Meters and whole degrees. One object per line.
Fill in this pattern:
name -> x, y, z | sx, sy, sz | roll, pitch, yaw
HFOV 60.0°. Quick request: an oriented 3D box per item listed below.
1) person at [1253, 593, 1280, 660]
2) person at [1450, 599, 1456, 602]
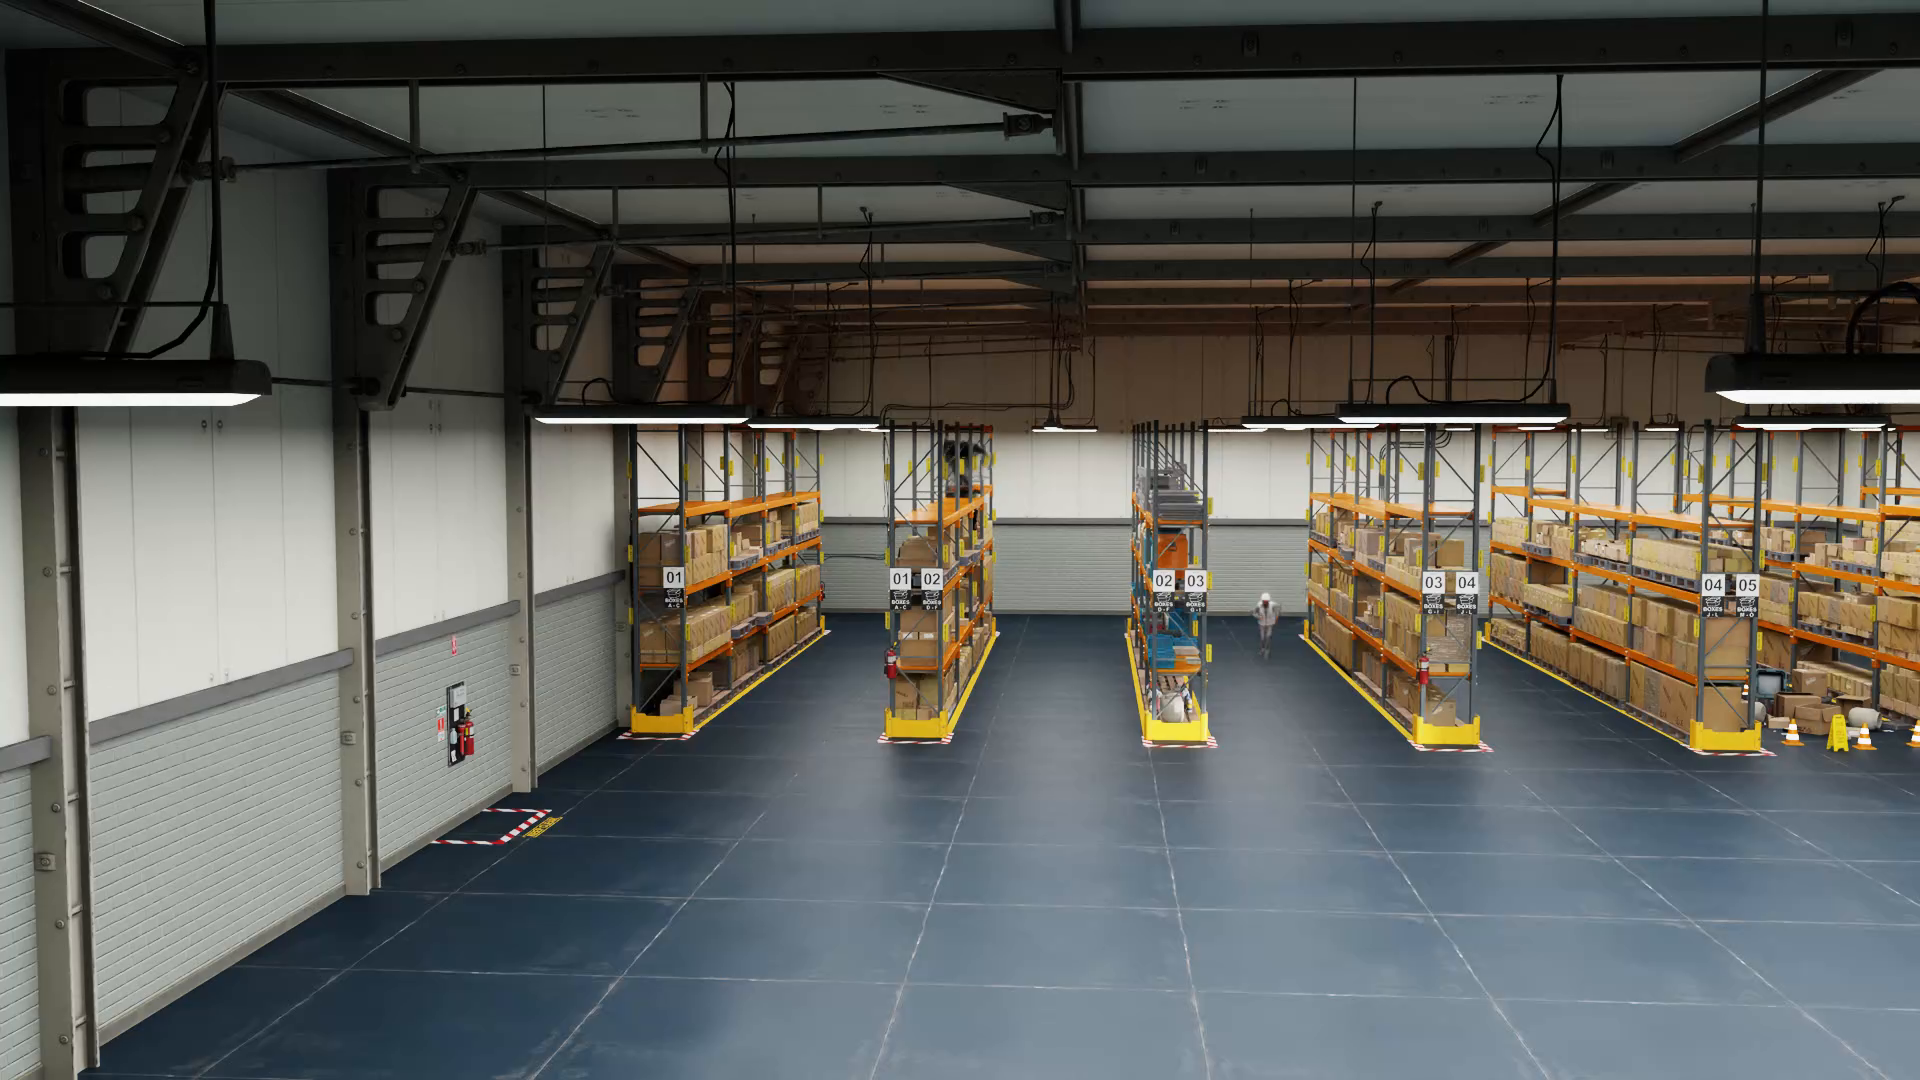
person -> 7.874, 2.205, 42.765 | 0.701, 1.730, 1.037 | 1, 4, 10
person -> 13.354, 2.005, 45.284 | 0.681, 1.709, 0.564 | 1, 4, 11
